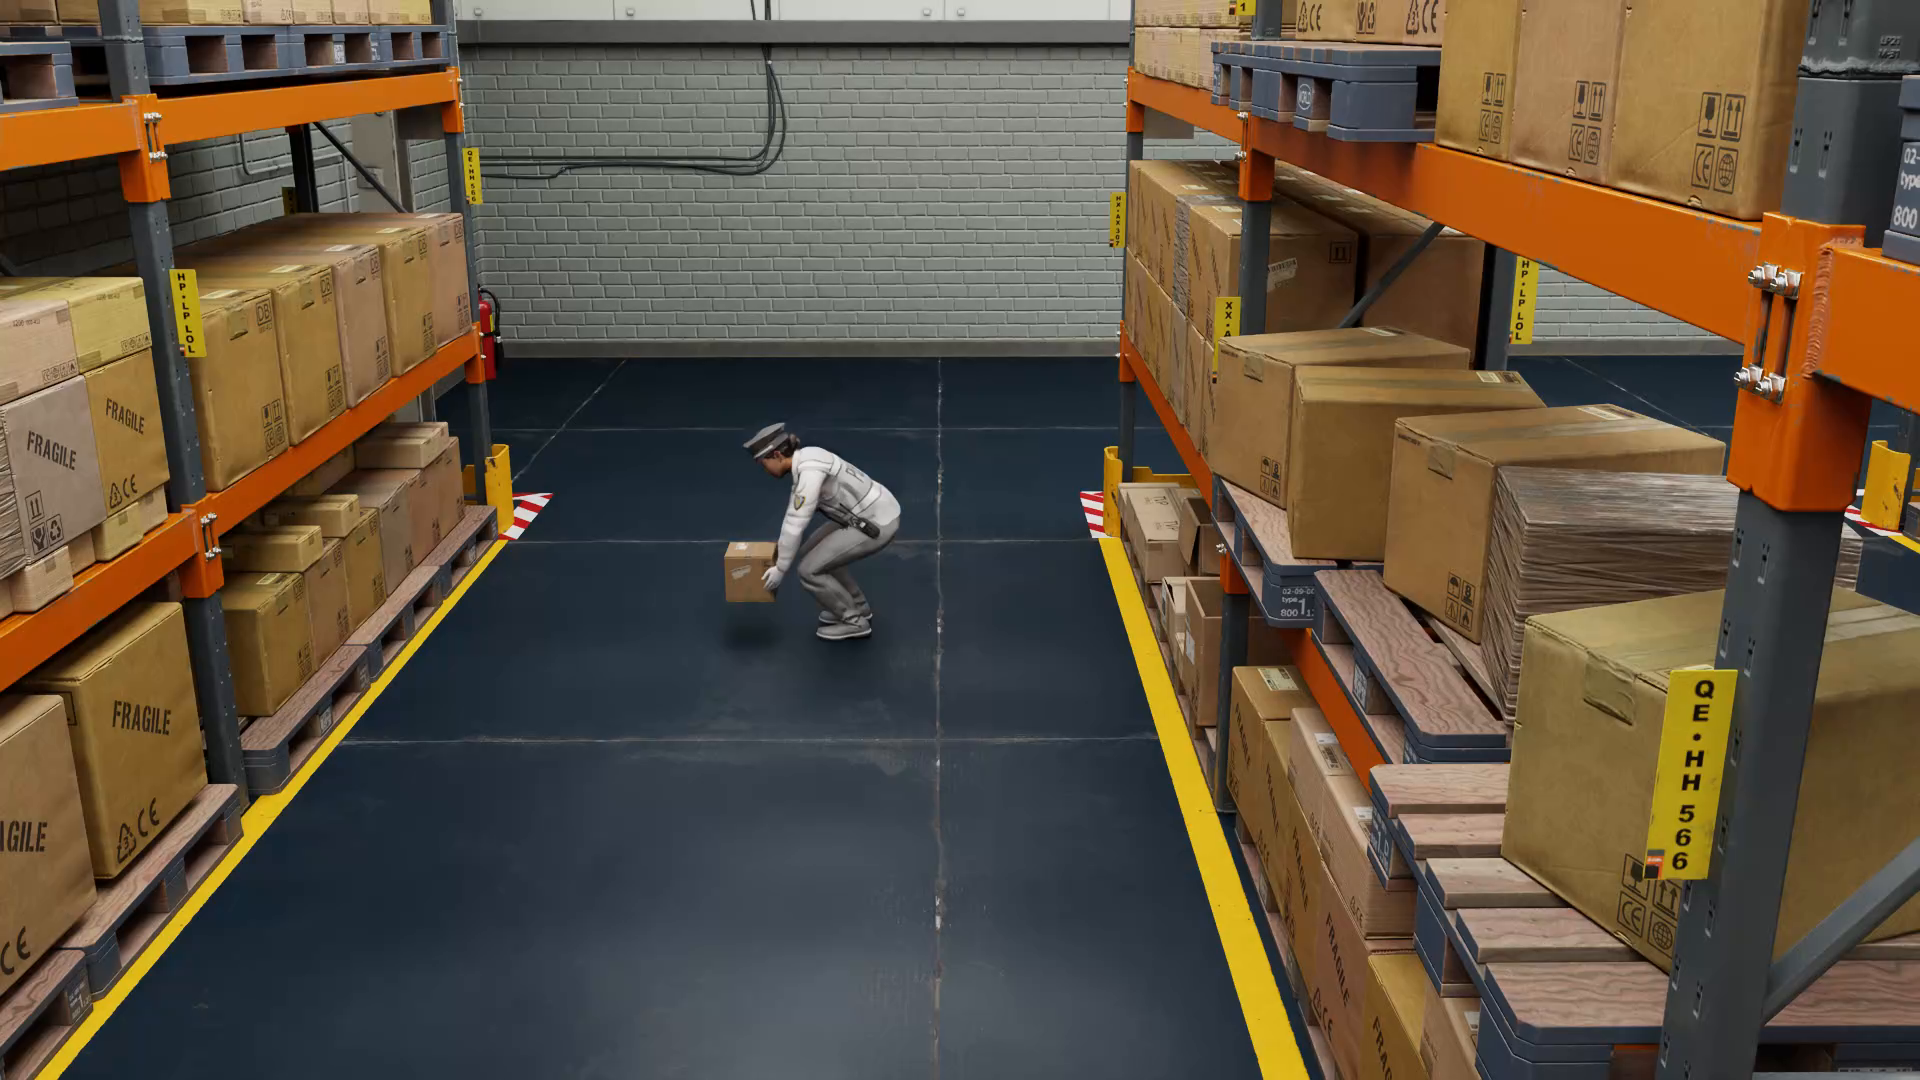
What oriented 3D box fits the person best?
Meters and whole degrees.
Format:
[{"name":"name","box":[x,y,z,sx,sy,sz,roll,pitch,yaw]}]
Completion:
[{"name":"person","box":[-0.708,-0.057,8.624,0.802,1.139,0.516,0,17,-1]}]
